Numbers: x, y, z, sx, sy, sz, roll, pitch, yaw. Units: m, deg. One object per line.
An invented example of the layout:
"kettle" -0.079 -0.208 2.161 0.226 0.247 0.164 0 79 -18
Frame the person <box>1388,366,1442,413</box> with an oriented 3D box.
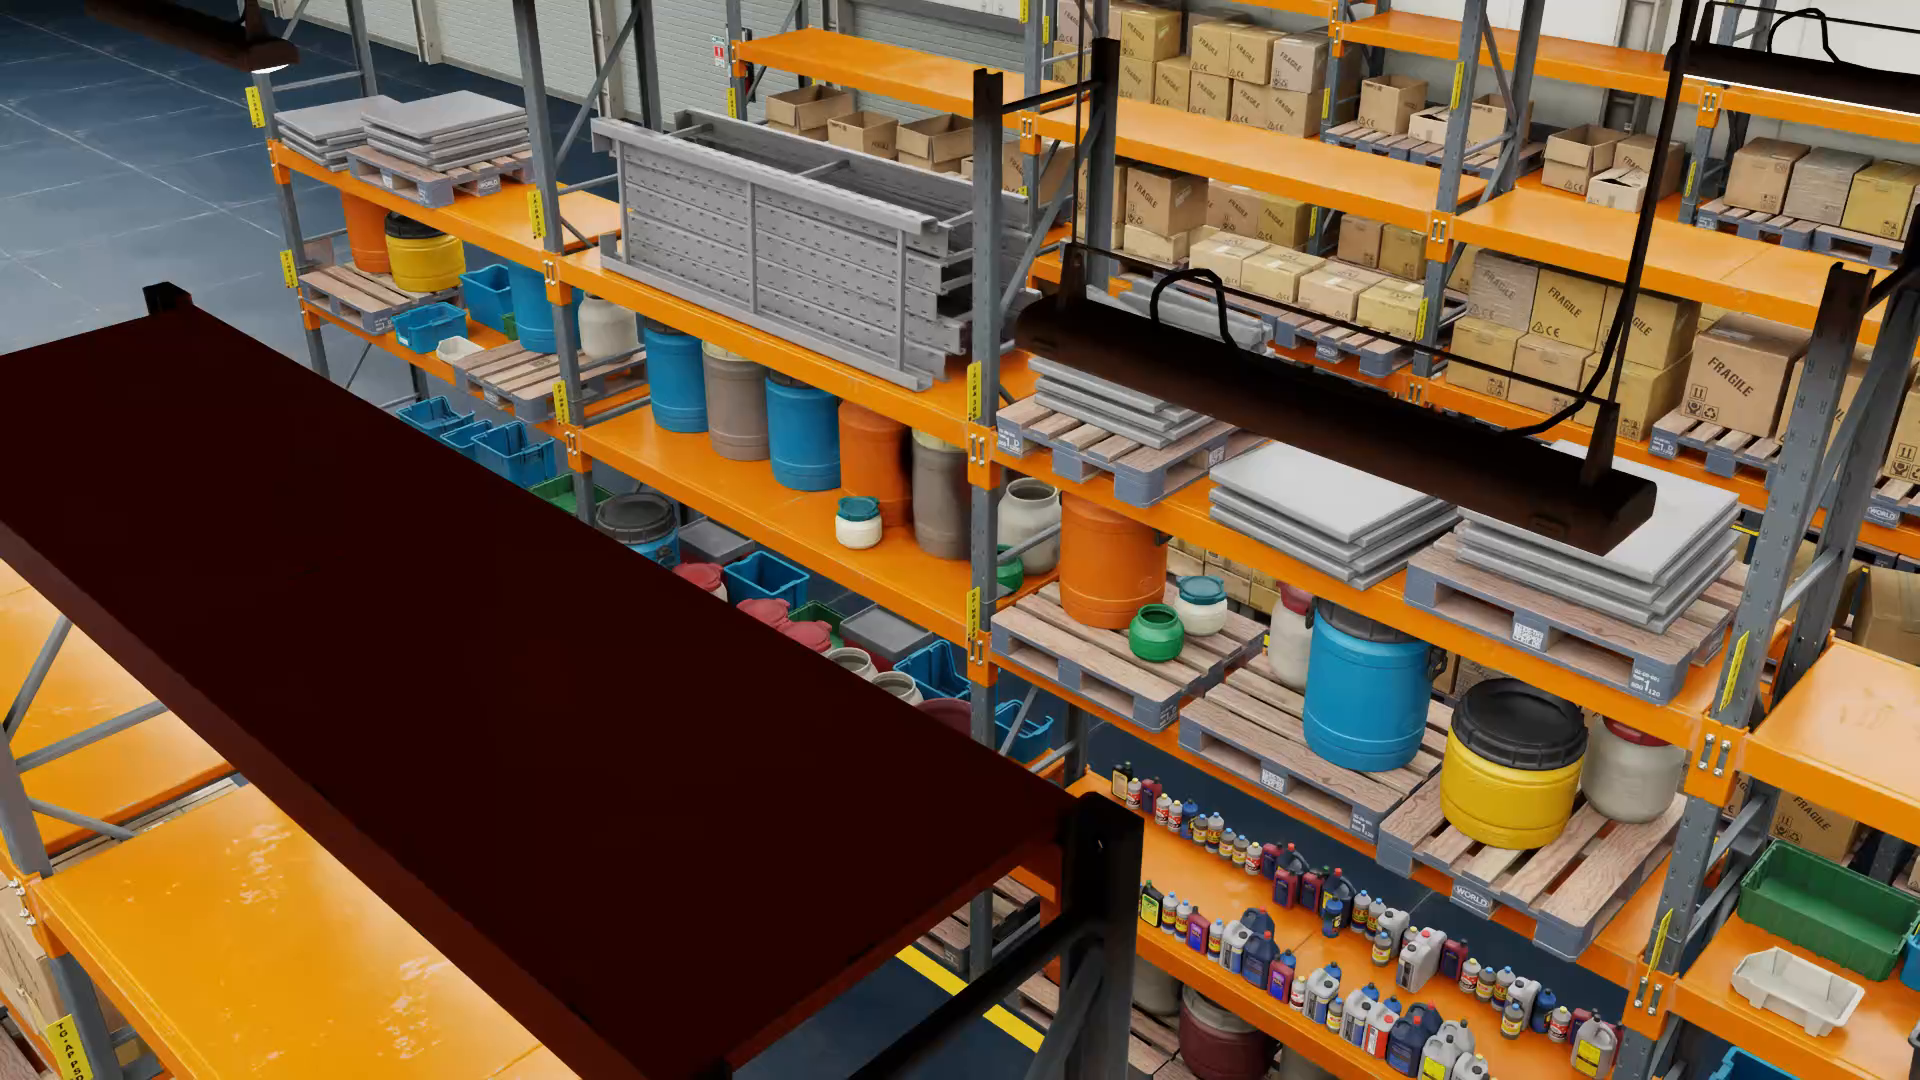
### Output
"person" 4.453 -1.180 16.500 0.508 1.781 0.642 -5 30 -9
